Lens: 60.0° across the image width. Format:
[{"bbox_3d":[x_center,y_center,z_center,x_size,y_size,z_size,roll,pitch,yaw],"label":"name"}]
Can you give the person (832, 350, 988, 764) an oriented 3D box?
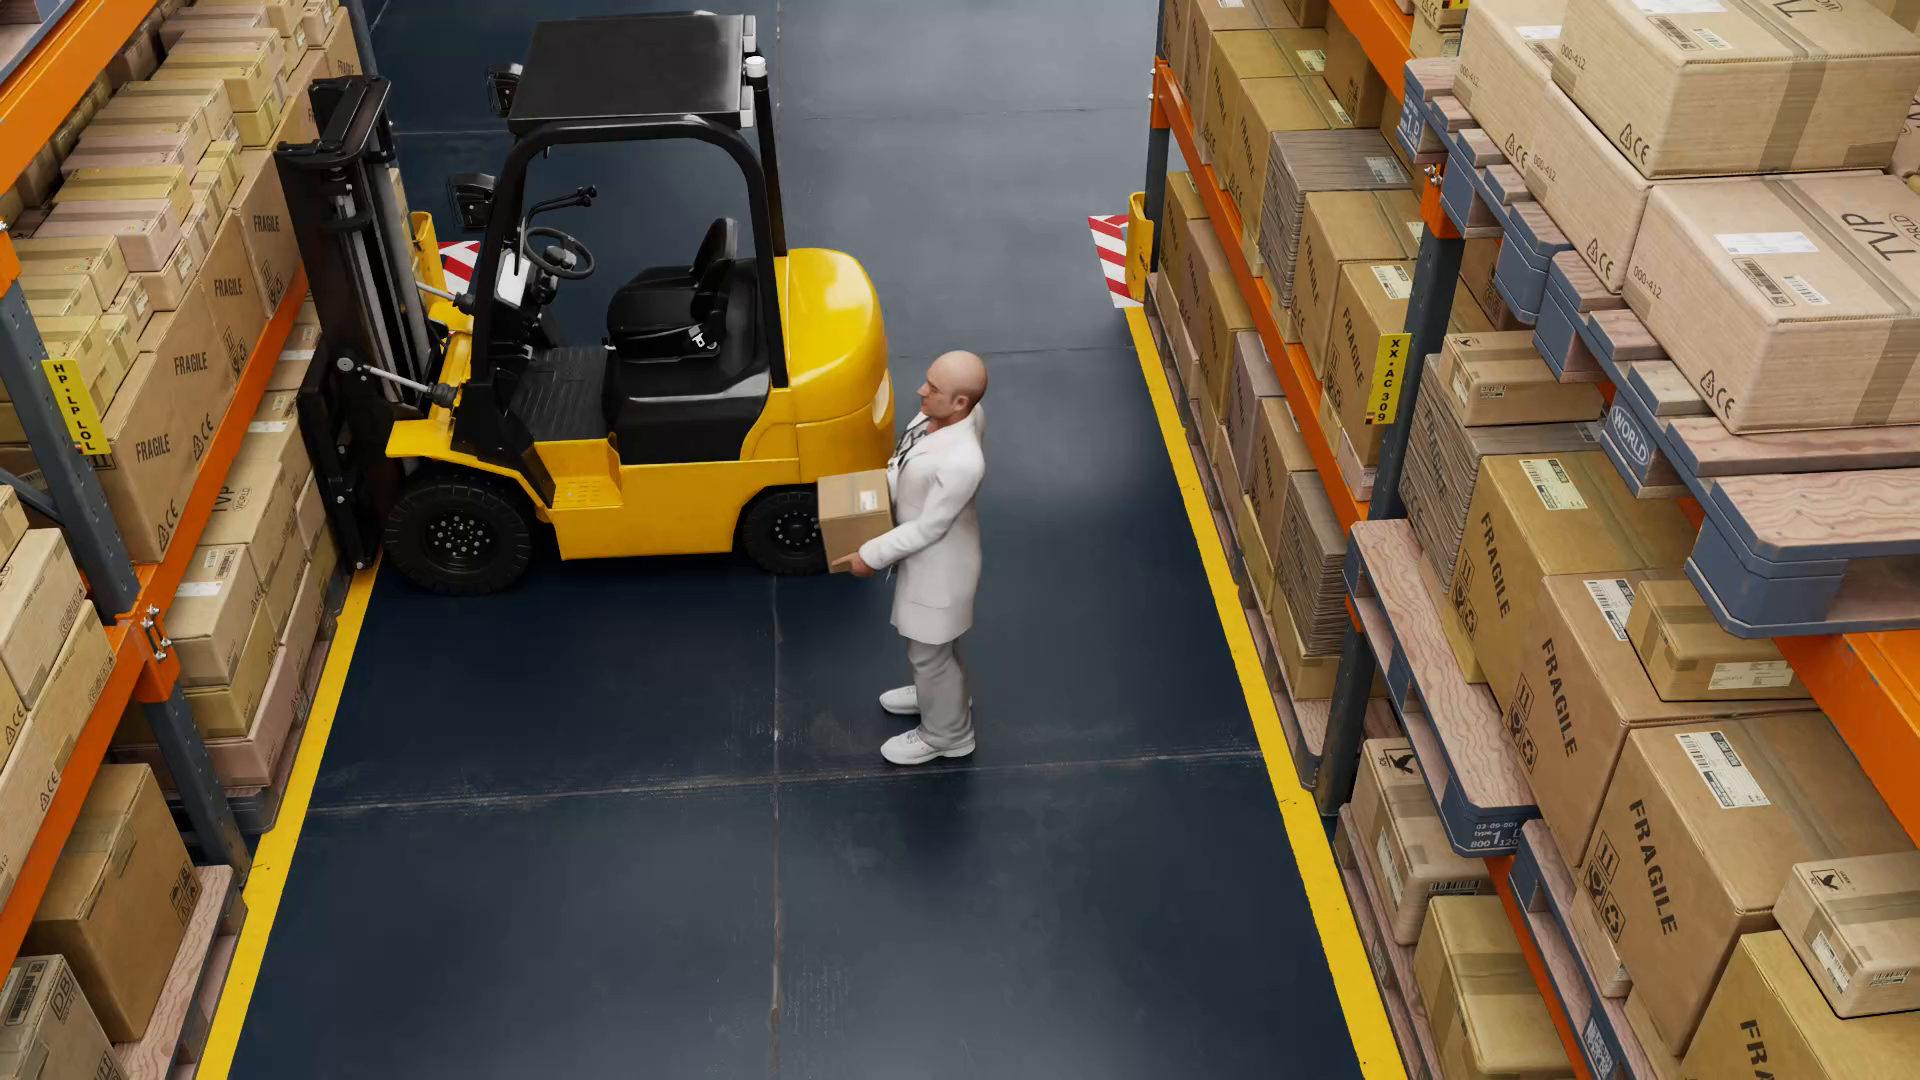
[{"bbox_3d":[-0.185,0.072,6.079,0.563,1.769,0.529,-3,39,-4],"label":"person"}]
